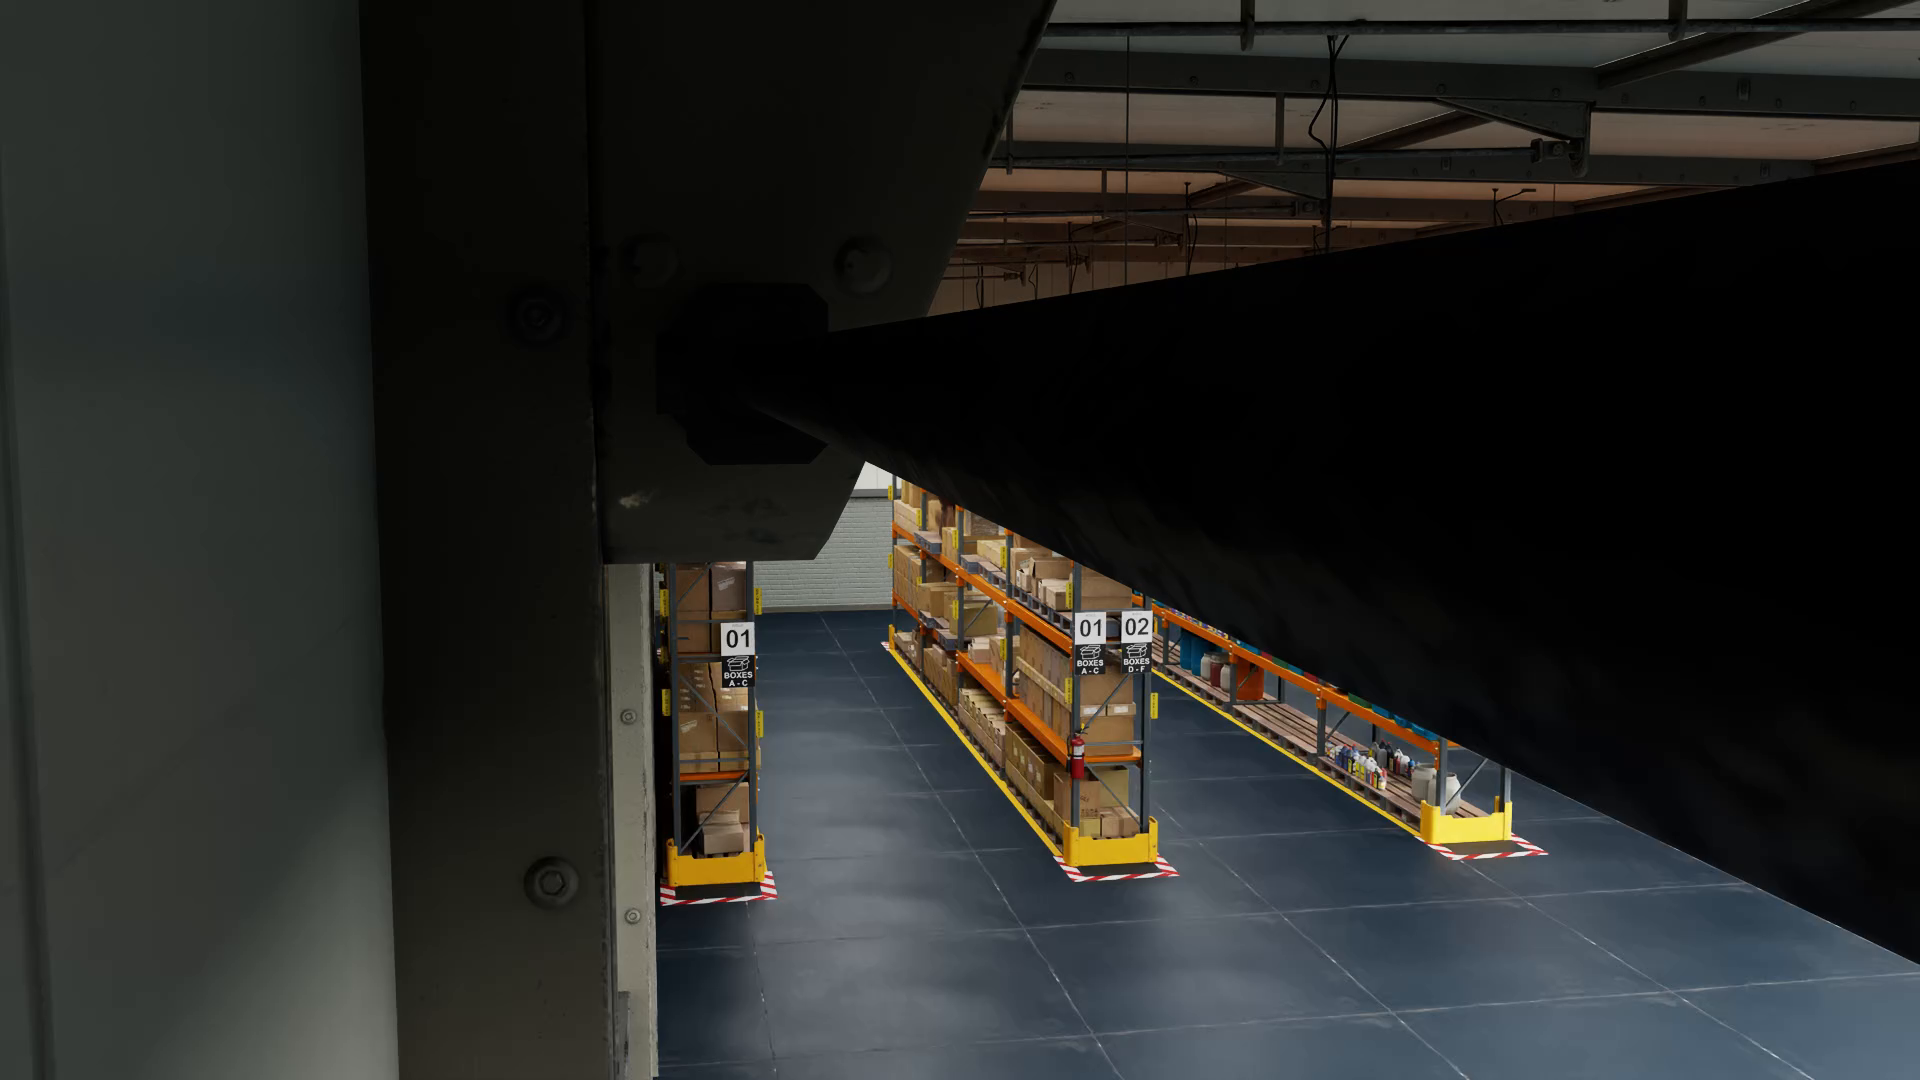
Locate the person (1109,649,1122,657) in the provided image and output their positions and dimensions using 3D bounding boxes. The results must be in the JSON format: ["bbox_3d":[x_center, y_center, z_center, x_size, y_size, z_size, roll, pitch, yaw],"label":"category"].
[{"bbox_3d":[2.819,2.409,29.318,0.667,1.548,1.173,0,6,4],"label":"person"}]

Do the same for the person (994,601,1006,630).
[{"bbox_3d":[1.001,1.582,36.198,0.573,1.718,0.685,-2,7,-19],"label":"person"}]
